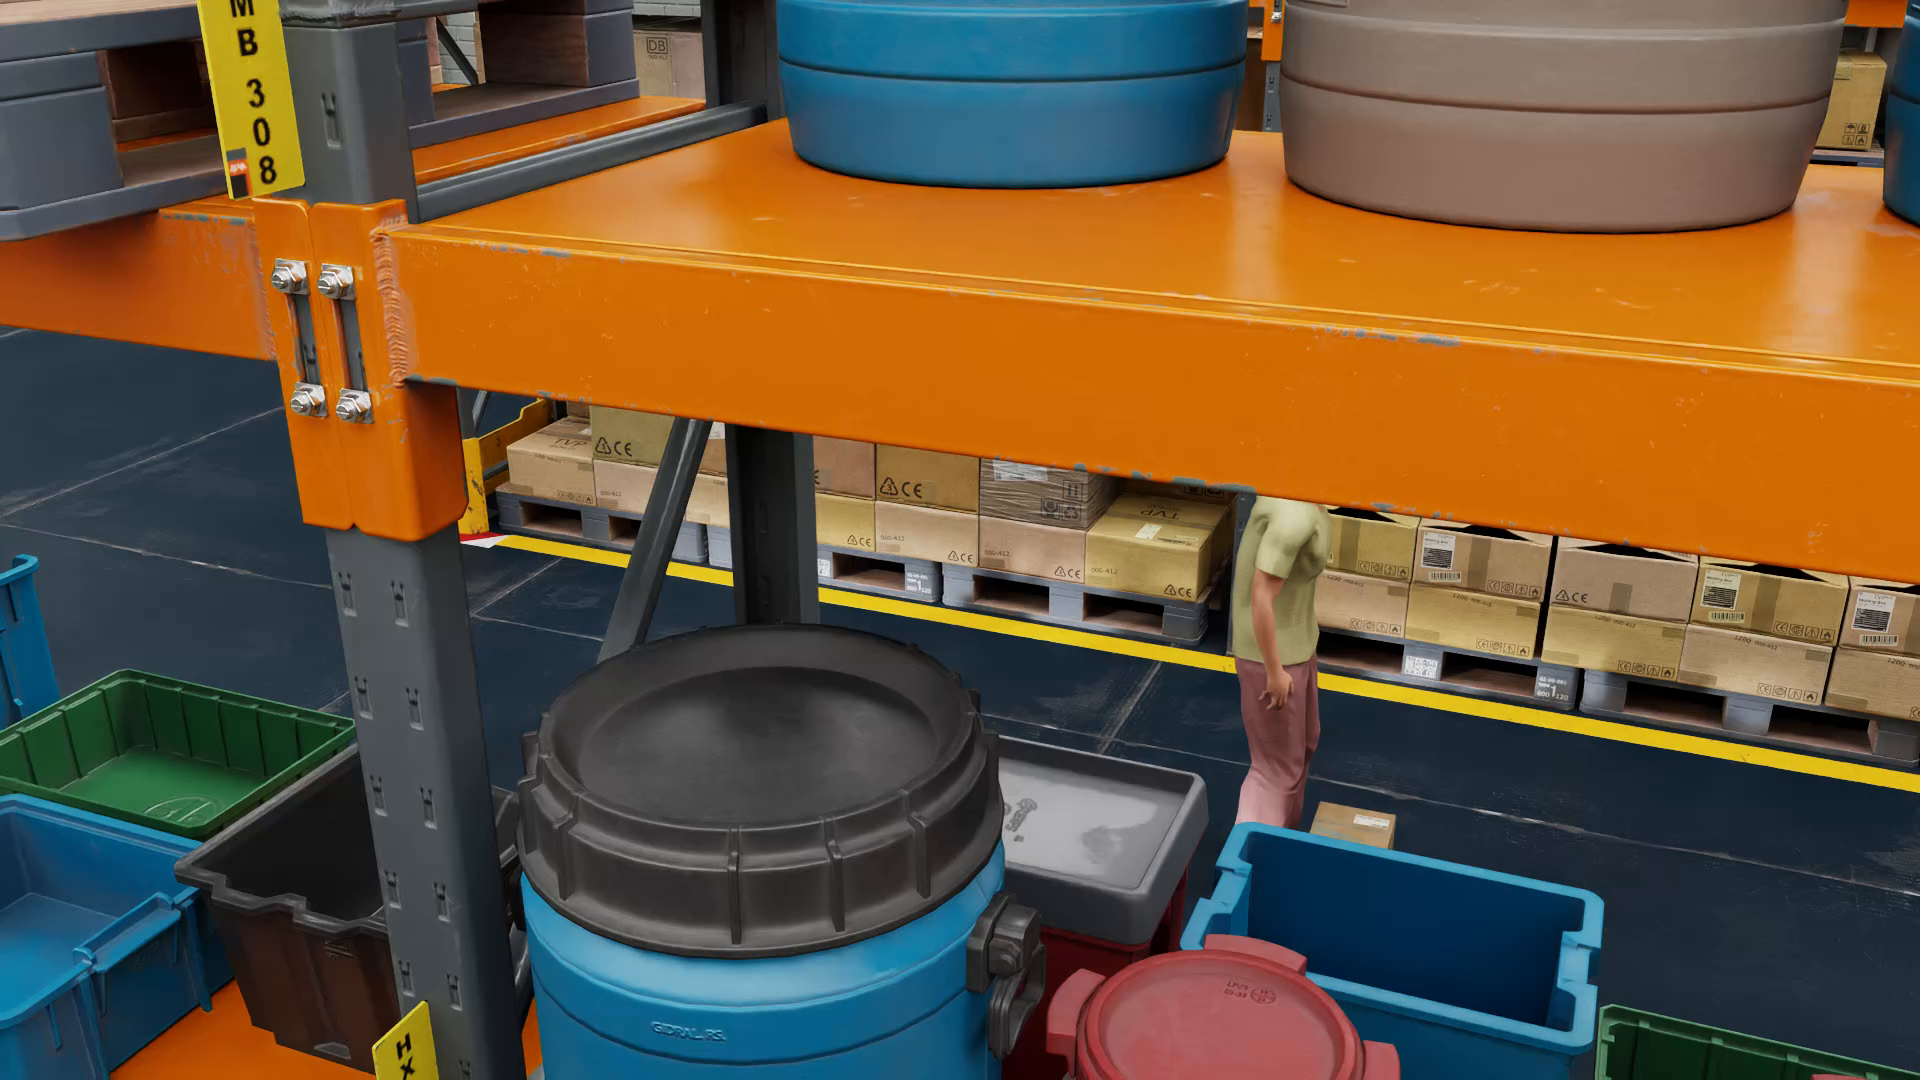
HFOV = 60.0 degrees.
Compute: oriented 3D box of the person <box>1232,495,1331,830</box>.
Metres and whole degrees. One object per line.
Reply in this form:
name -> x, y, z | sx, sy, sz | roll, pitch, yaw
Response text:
person -> 1.037, 0.354, 5.238 | 0.365, 1.671, 0.510 | 7, 24, 17
